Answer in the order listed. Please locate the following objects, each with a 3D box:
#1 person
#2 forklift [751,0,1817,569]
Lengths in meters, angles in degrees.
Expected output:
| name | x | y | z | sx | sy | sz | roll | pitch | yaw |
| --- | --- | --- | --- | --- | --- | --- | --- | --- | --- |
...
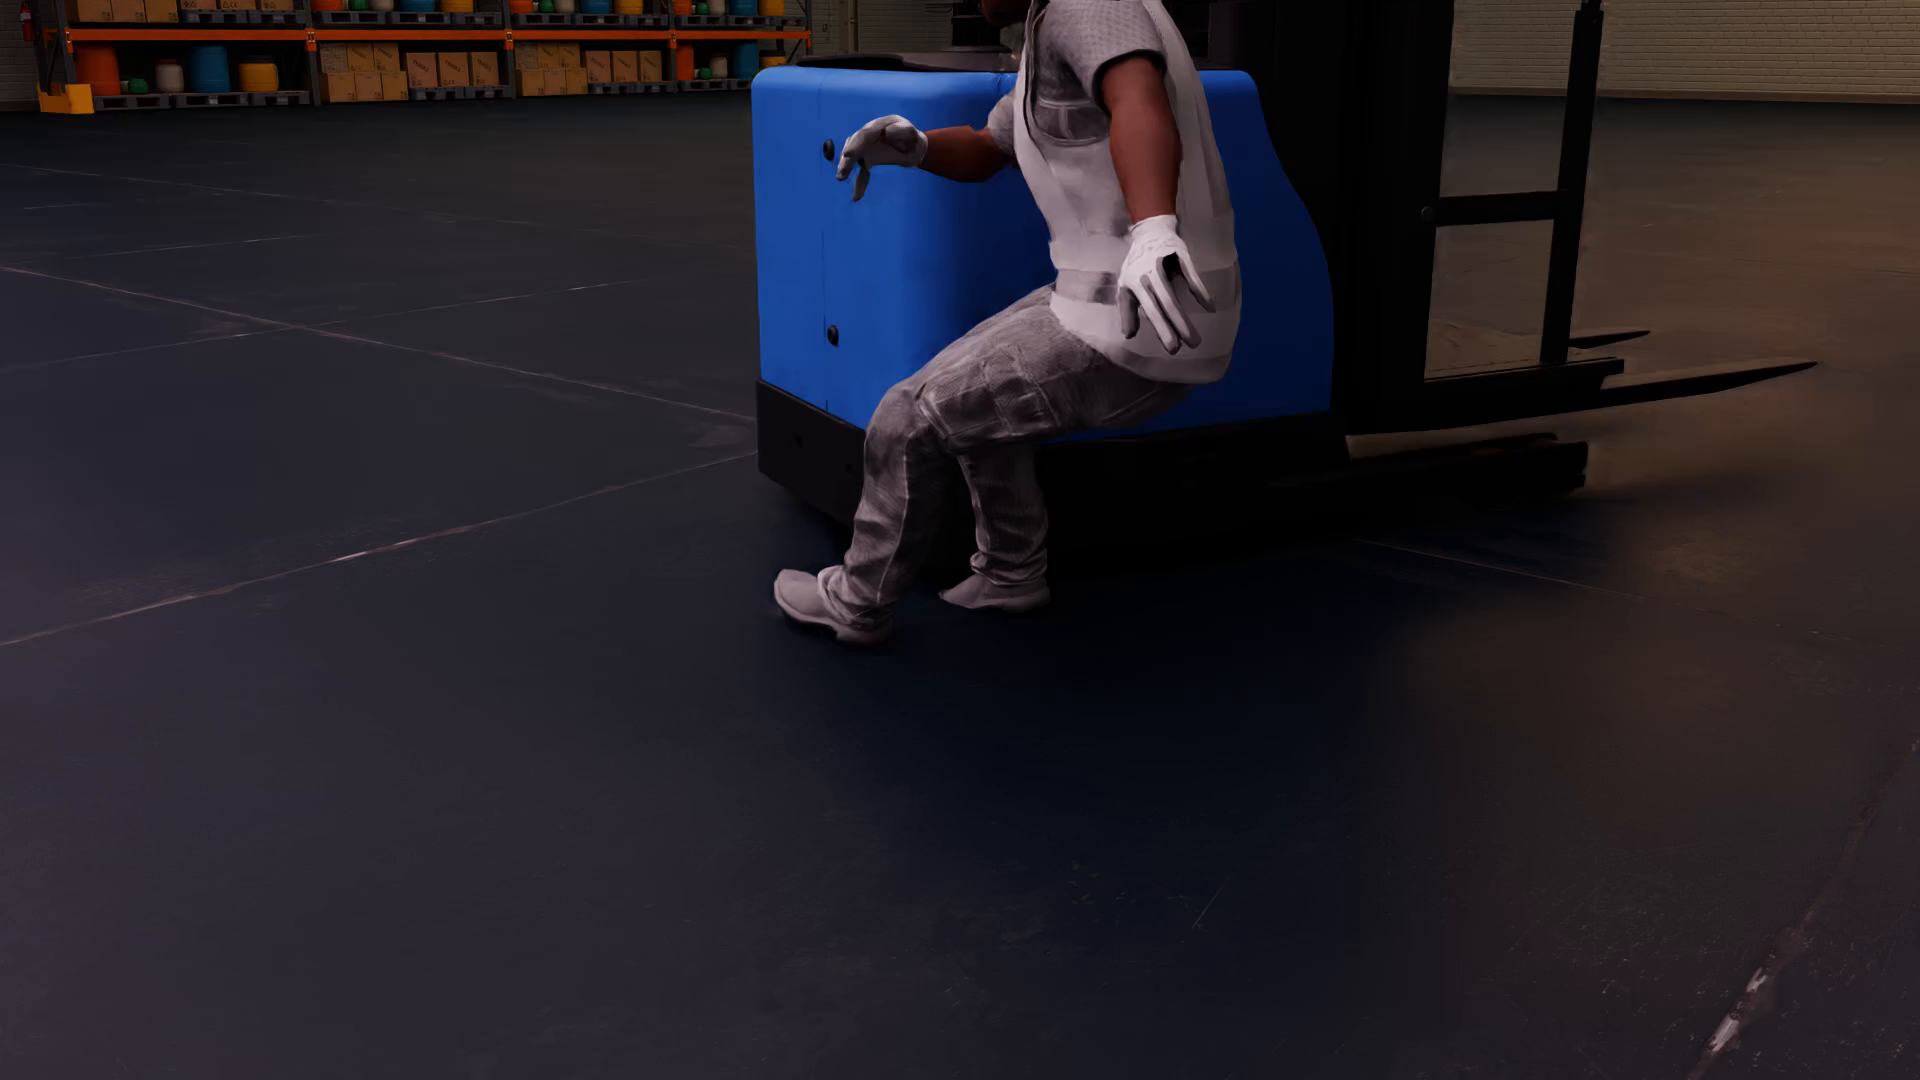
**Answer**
| name | x | y | z | sx | sy | sz | roll | pitch | yaw |
| --- | --- | --- | --- | --- | --- | --- | --- | --- | --- |
| person | 0.011 | -0.407 | 2.864 | 0.958 | 1.500 | 1.101 | 4 | 17 | 14 |
| forklift | 1.030 | -1.598 | 4.161 | 3.031 | 2.935 | 1.130 | -8 | 19 | -26 |
